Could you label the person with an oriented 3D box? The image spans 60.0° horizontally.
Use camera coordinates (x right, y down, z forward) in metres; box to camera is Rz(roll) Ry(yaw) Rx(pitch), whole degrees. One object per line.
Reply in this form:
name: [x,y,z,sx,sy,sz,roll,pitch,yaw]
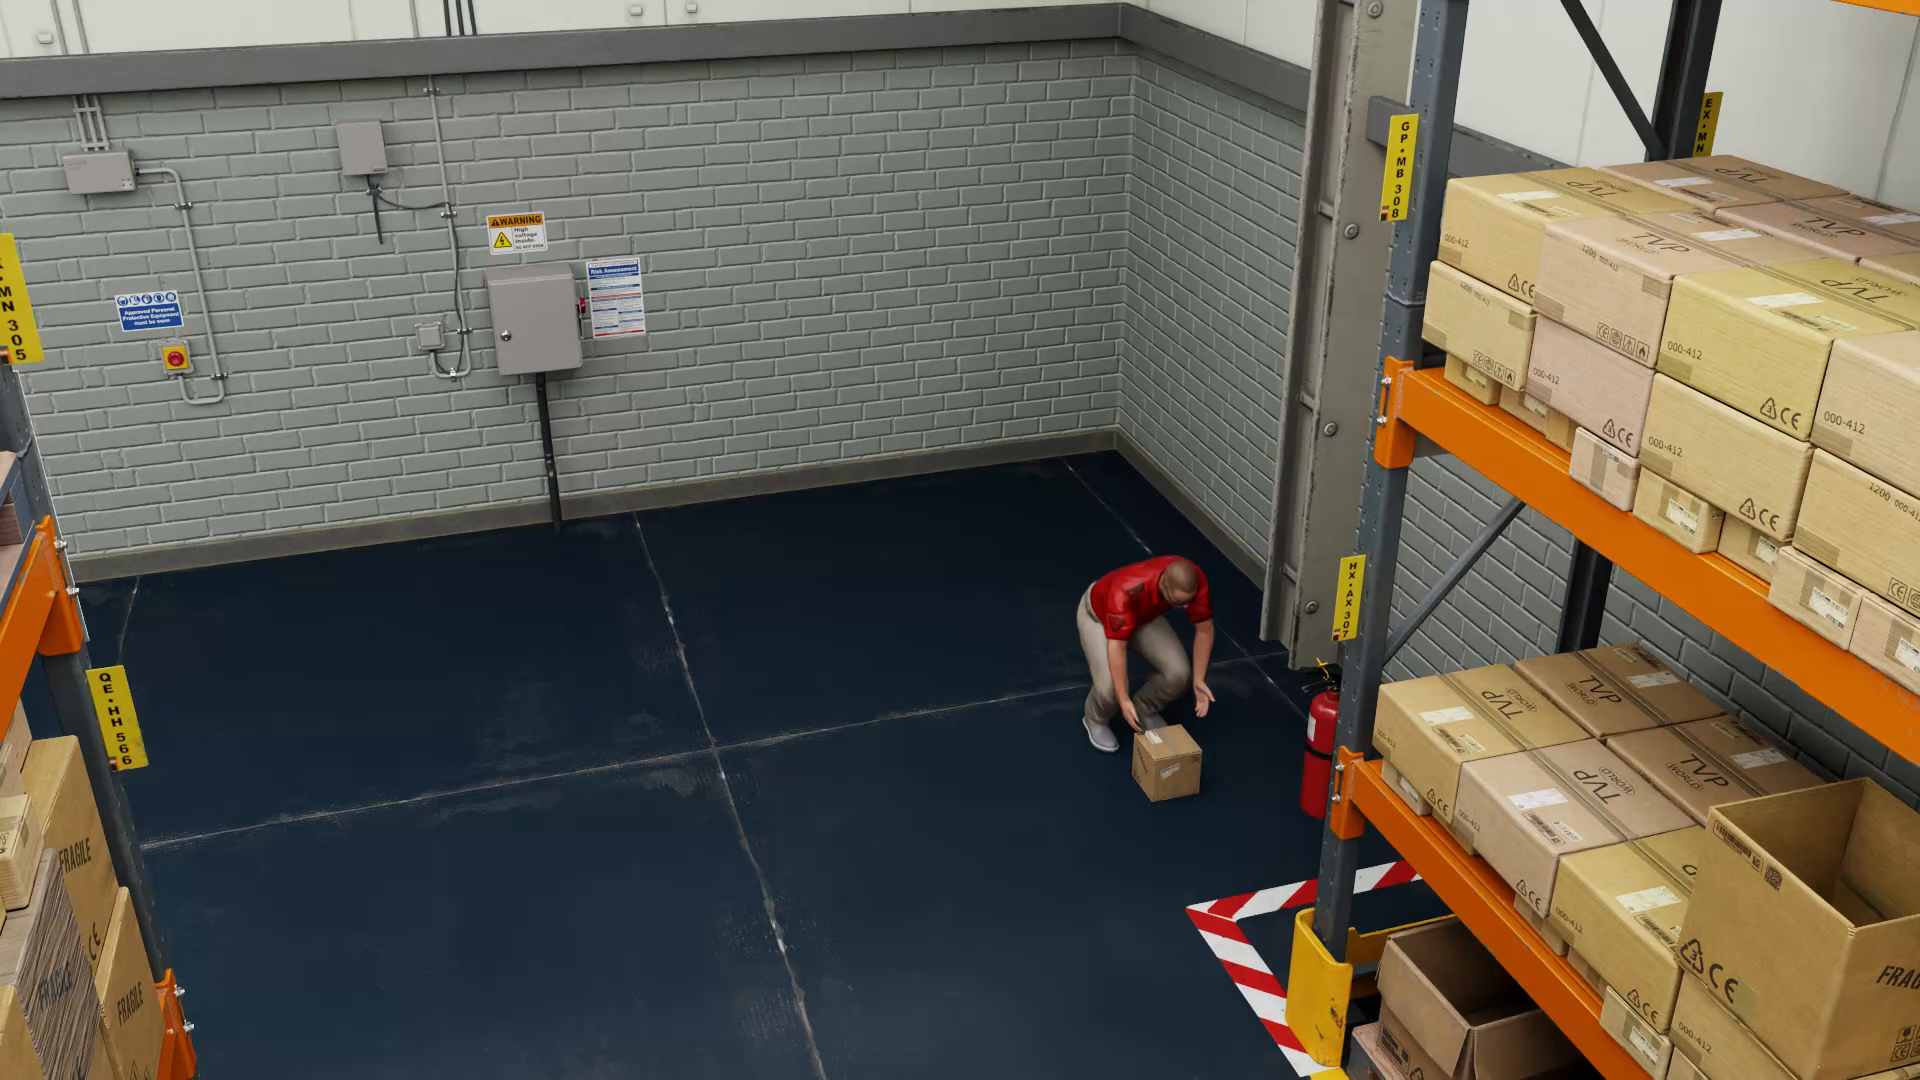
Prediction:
person: [0.928,0.514,8.225,0.578,1.170,0.750,-8,27,-16]
